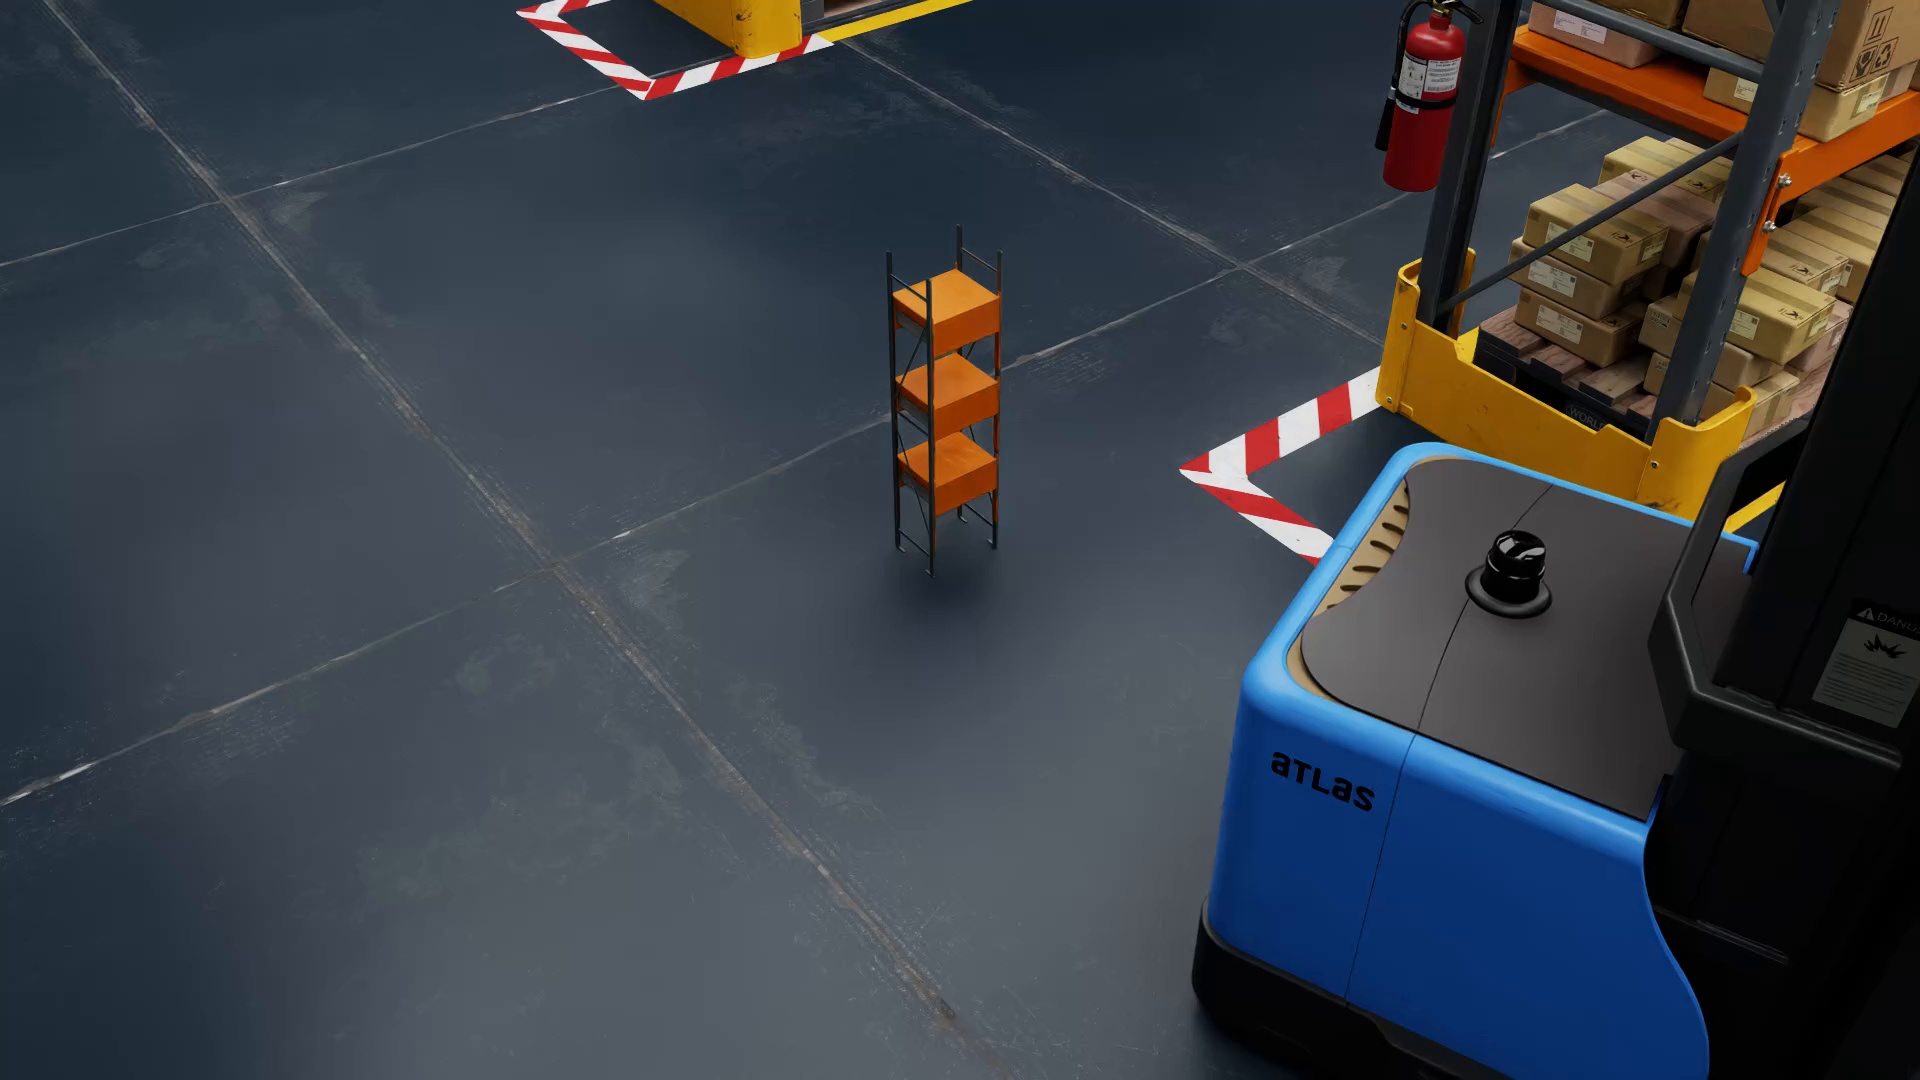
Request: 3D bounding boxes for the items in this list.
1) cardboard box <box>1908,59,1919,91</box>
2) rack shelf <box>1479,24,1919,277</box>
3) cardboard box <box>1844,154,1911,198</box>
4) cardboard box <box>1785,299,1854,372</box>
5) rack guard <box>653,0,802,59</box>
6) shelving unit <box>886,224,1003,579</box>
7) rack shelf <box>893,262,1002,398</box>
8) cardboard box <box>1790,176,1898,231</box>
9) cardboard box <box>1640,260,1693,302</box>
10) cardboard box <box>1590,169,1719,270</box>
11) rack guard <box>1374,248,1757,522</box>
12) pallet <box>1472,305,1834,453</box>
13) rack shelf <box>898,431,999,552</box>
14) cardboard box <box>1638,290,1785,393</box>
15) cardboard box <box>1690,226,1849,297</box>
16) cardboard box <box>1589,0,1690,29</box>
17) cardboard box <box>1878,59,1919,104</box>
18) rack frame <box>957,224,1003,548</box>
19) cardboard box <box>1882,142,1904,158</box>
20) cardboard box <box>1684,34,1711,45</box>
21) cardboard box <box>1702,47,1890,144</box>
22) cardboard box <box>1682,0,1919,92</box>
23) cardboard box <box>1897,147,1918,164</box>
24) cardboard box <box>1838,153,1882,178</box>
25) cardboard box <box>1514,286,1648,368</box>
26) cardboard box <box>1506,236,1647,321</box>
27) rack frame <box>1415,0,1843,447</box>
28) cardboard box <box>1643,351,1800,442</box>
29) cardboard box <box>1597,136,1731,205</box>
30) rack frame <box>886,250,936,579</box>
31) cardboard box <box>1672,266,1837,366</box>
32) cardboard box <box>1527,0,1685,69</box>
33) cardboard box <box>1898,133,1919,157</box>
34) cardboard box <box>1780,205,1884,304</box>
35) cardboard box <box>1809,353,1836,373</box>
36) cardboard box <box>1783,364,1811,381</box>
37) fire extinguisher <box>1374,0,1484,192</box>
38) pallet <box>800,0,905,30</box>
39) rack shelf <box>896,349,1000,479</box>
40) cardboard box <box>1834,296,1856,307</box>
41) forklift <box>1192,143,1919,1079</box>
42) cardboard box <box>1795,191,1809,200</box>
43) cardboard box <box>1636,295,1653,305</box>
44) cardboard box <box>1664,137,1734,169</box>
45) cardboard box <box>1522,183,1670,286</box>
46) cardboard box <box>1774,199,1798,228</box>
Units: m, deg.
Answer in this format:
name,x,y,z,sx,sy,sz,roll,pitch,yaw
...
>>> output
name,x,y,z,sx,sy,sz,roll,pitch,yaw
cardboard box,2.746,-1.467,4.871,0.250,0.149,0.380,-27,47,-29
rack shelf,3.453,-1.902,5.771,4.000,0.370,1.077,-26,46,-28
cardboard box,3.284,-1.169,5.757,0.250,0.149,0.380,-24,45,-27
cardboard box,2.690,-0.733,5.461,0.250,0.149,0.380,-26,46,-28
rack guard,-1.249,-2.882,8.369,0.348,0.500,1.175,-26,46,-28
shelving unit,-0.042,-0.385,4.892,0.252,1.050,0.215,-26,46,-28
rack shelf,-0.042,-0.596,4.719,0.240,0.259,0.215,-26,46,-28
cardboard box,3.059,-1.066,5.633,0.250,0.149,0.380,-28,47,-30
cardboard box,2.352,-1.004,5.791,0.250,0.149,0.380,-27,47,-29
cardboard box,2.366,-1.098,5.670,0.250,0.149,0.380,-25,46,-27
rack guard,1.927,-0.470,5.429,0.348,0.500,1.175,-26,46,-28
pallet,2.593,-0.655,5.882,1.213,0.211,1.003,-26,46,-28
rack shelf,-0.042,-0.162,5.075,0.240,0.259,0.215,-26,46,-28
cardboard box,2.439,-0.656,5.366,0.250,0.149,0.380,-24,45,-26
cardboard box,2.635,-0.896,5.425,0.250,0.149,0.380,-25,46,-27
cardboard box,2.066,-1.864,4.844,0.500,0.500,0.500,-25,46,-27
cardboard box,2.500,-1.390,4.777,0.250,0.149,0.380,-24,45,-27
rack frame,0.054,-0.432,4.949,0.008,1.050,0.200,-26,46,-28
cardboard box,3.552,-1.631,6.555,0.250,0.149,0.380,-26,46,-28
cardboard box,2.173,-1.655,5.101,0.250,0.149,0.380,-26,46,-28
cardboard box,2.323,-1.270,4.632,0.250,0.149,0.380,-26,46,-28
cardboard box,2.391,-1.595,4.516,0.500,0.500,0.500,-24,45,-26
cardboard box,3.521,-1.248,5.853,0.250,0.149,0.380,-25,46,-27
cardboard box,3.194,-1.508,6.170,0.250,0.149,0.380,-28,47,-29
cardboard box,2.157,-0.776,5.747,0.250,0.149,0.380,-25,46,-27
cardboard box,2.111,-0.930,5.701,0.250,0.149,0.380,-27,47,-29
rack frame,1.867,-1.407,4.600,0.127,3.000,1.000,-26,46,-28
cardboard box,2.477,-0.509,5.422,0.250,0.149,0.380,-25,46,-27
cardboard box,2.494,-1.262,5.870,0.250,0.149,0.380,-27,46,-29
rack frame,-0.139,-0.338,4.834,0.008,1.050,0.200,-26,46,-28
cardboard box,2.489,-0.729,5.221,0.250,0.149,0.380,-28,47,-30
cardboard box,1.953,-1.578,5.007,0.250,0.149,0.380,-26,46,-28
cardboard box,3.662,-1.393,6.030,0.250,0.149,0.380,-26,46,-28
cardboard box,2.912,-0.929,5.465,0.250,0.149,0.380,-26,46,-28
cardboard box,2.828,-0.751,5.717,0.250,0.149,0.380,-25,46,-28
cardboard box,2.635,-0.651,5.595,0.250,0.149,0.380,-26,46,-28
fire extinguisher,1.386,-1.368,4.907,0.183,0.674,0.296,-26,46,-28
pallet,-0.643,-3.128,8.896,1.213,0.211,1.003,-26,46,-28
rack shelf,-0.042,-0.377,4.899,0.240,0.259,0.215,-26,46,-28
cardboard box,2.830,-0.872,5.630,0.250,0.149,0.380,-25,46,-28
forklift,2.066,0.194,2.702,3.031,2.935,1.130,21,44,24
cardboard box,2.925,-1.338,6.198,0.250,0.149,0.380,-25,46,-27
cardboard box,2.299,-0.926,5.930,0.250,0.149,0.380,-25,45,-27
cardboard box,2.738,-1.330,5.954,0.250,0.149,0.380,-28,47,-30
cardboard box,2.132,-1.029,5.587,0.250,0.149,0.380,-25,46,-28
cardboard box,2.798,-1.184,6.010,0.250,0.149,0.380,-27,46,-29
